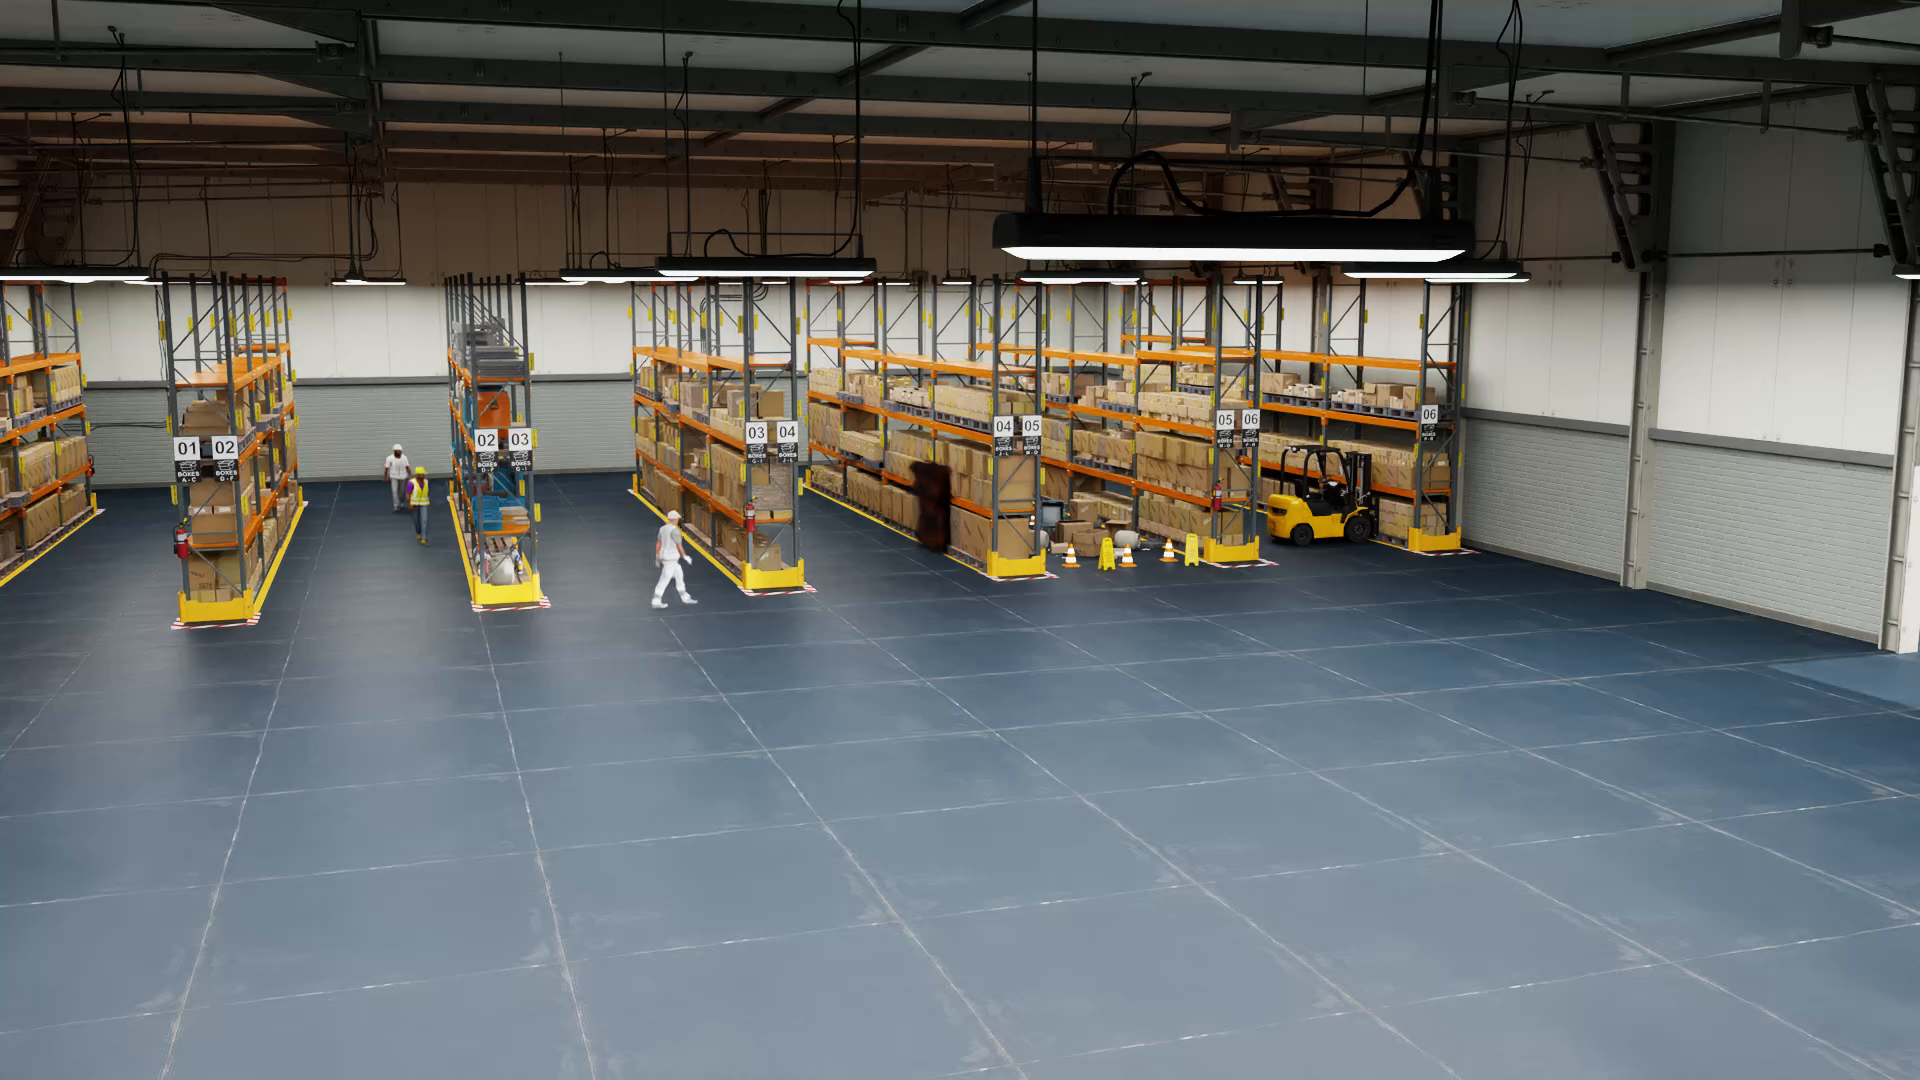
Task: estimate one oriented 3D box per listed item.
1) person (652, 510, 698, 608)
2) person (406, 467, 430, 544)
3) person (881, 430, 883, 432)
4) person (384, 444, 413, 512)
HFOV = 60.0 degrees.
[{"bbox_3d":[-5.115,0.339,29.861,0.924,1.751,0.523,-5,10,-29],"label":"person"},{"bbox_3d":[-12.231,-0.785,37.547,0.495,1.729,0.986,-2,9,-13],"label":"person"},{"bbox_3d":[-2.406,-2.747,50.462,0.694,1.718,0.556,-5,10,-32],"label":"person"},{"bbox_3d":[-14.525,-1.617,43.017,0.716,1.717,1.058,-3,9,-20],"label":"person"}]
